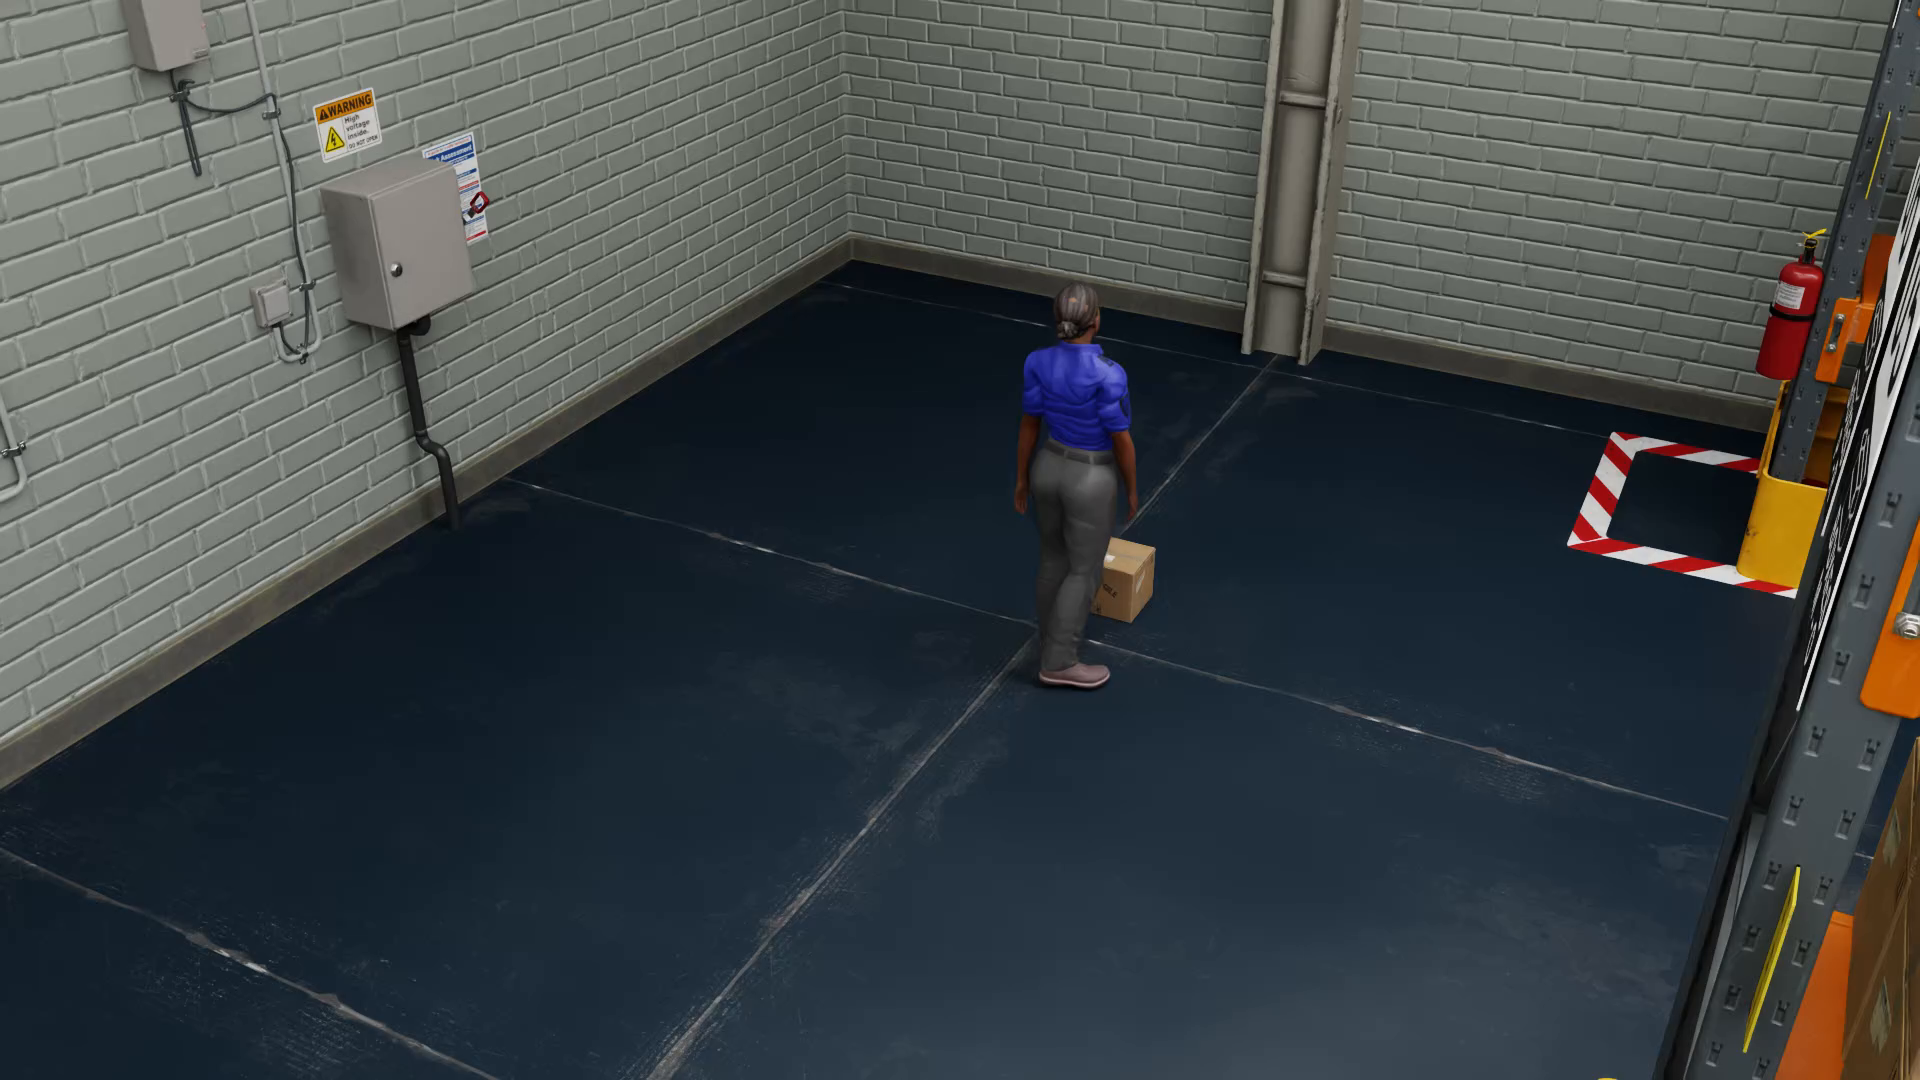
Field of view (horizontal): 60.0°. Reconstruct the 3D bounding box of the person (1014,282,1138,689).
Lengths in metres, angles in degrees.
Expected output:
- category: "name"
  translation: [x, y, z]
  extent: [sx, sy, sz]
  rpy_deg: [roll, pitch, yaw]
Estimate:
- category: "person"
  translation: [0.459, -0.221, 6.498]
  extent: [0.471, 1.652, 0.507]
  rpy_deg: [21, 36, 32]
